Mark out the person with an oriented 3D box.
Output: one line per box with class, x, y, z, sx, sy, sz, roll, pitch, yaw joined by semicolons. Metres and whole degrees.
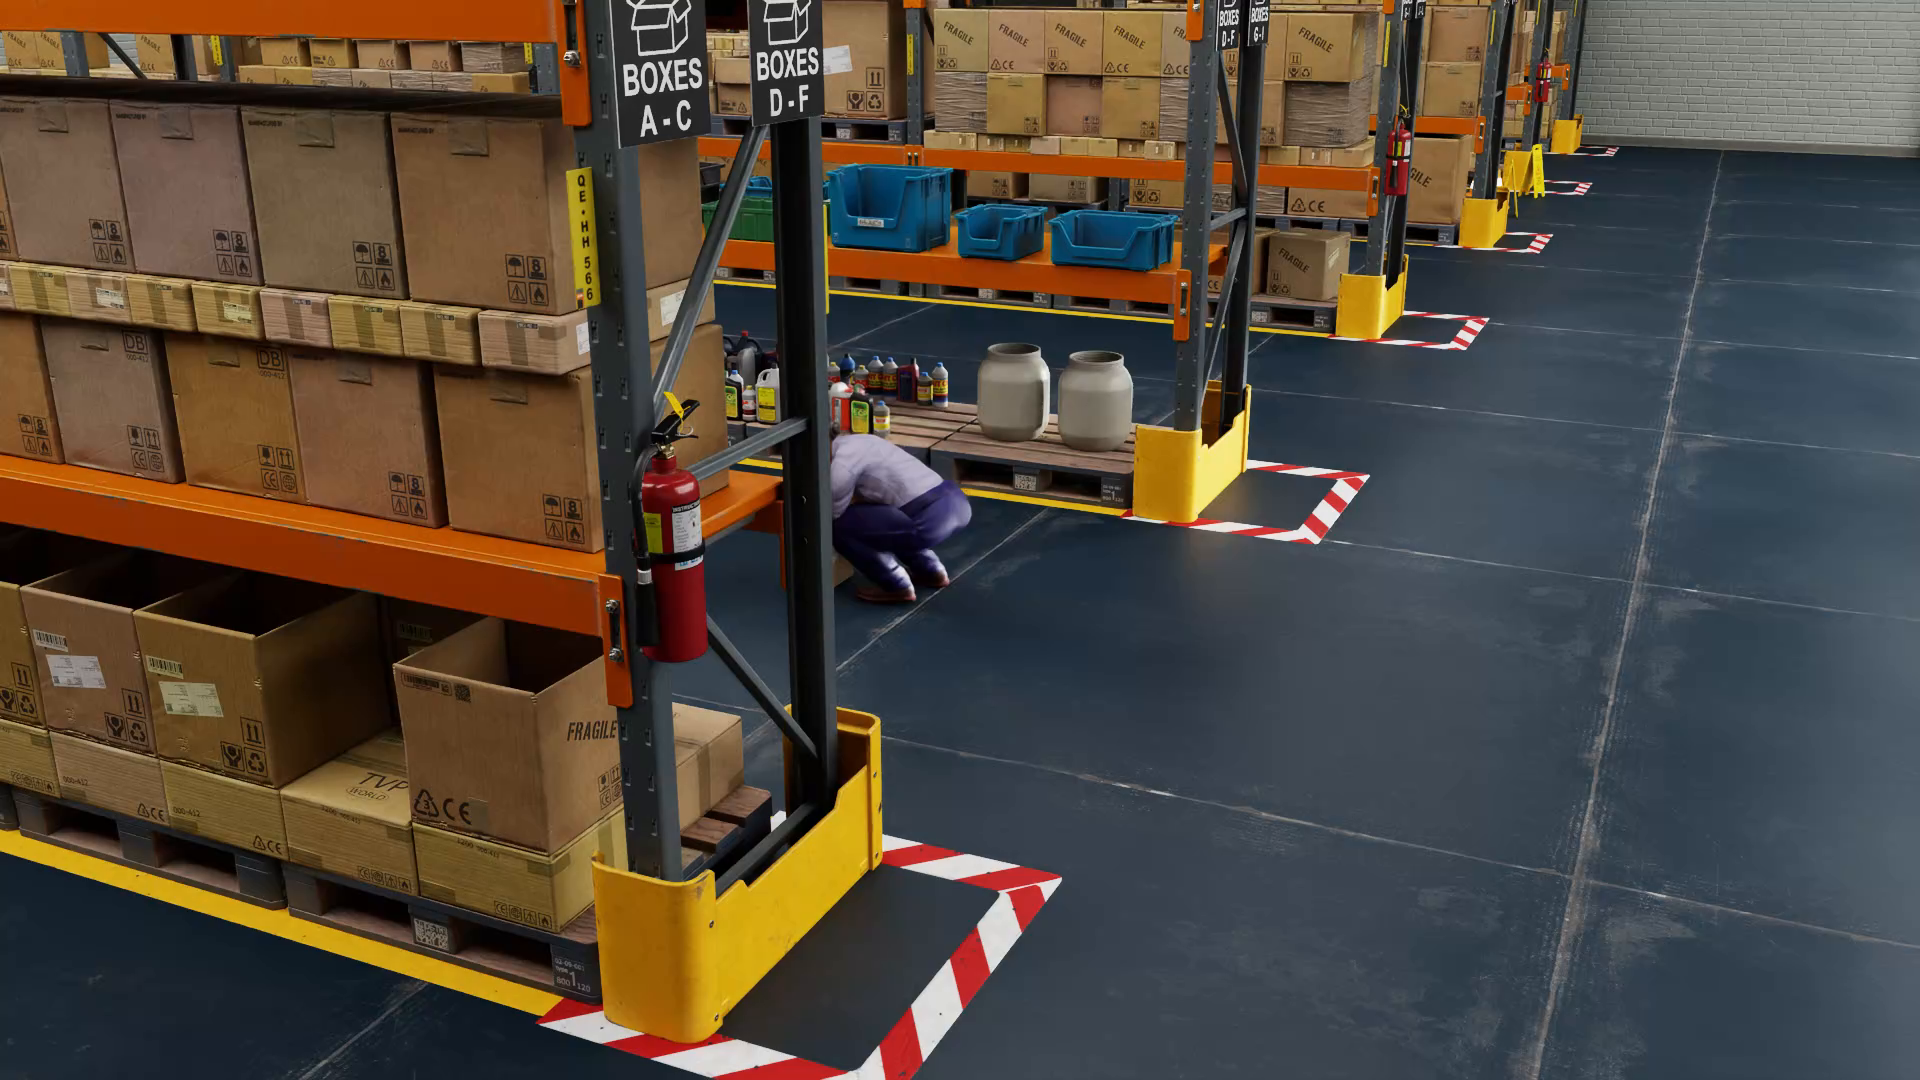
person;-0.368;-0.147;7.786;0.822;0.822;0.520;8;21;23
